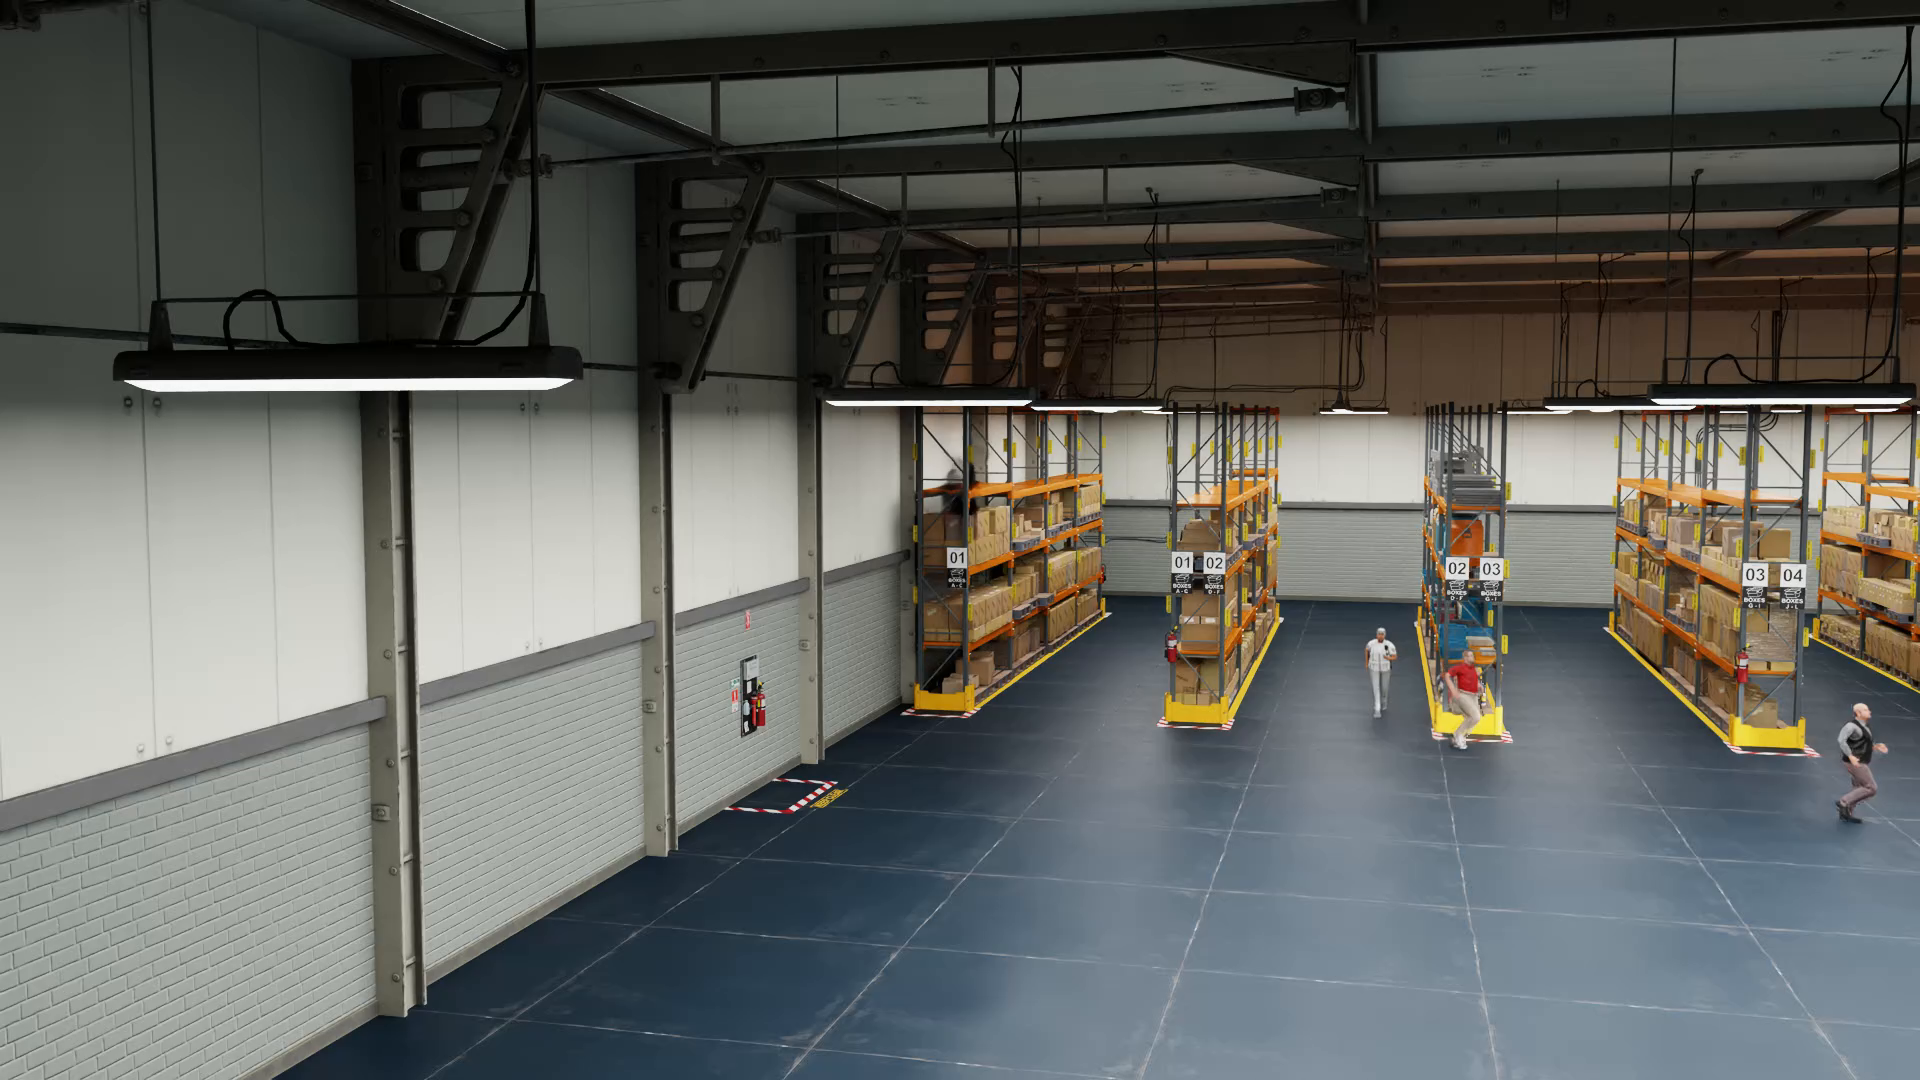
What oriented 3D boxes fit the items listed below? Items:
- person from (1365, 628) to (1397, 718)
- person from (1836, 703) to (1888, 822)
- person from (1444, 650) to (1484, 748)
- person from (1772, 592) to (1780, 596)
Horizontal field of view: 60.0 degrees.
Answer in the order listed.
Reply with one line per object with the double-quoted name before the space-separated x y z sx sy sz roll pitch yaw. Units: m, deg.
"person" 8.080 2.514 31.938 0.599 1.661 0.919 1 4 13
"person" 12.723 3.145 23.434 0.584 1.690 0.645 4 6 40
"person" 8.796 2.759 28.796 0.608 1.680 0.690 4 6 41
"person" 20.974 1.680 42.905 0.694 1.808 0.884 2 5 28
